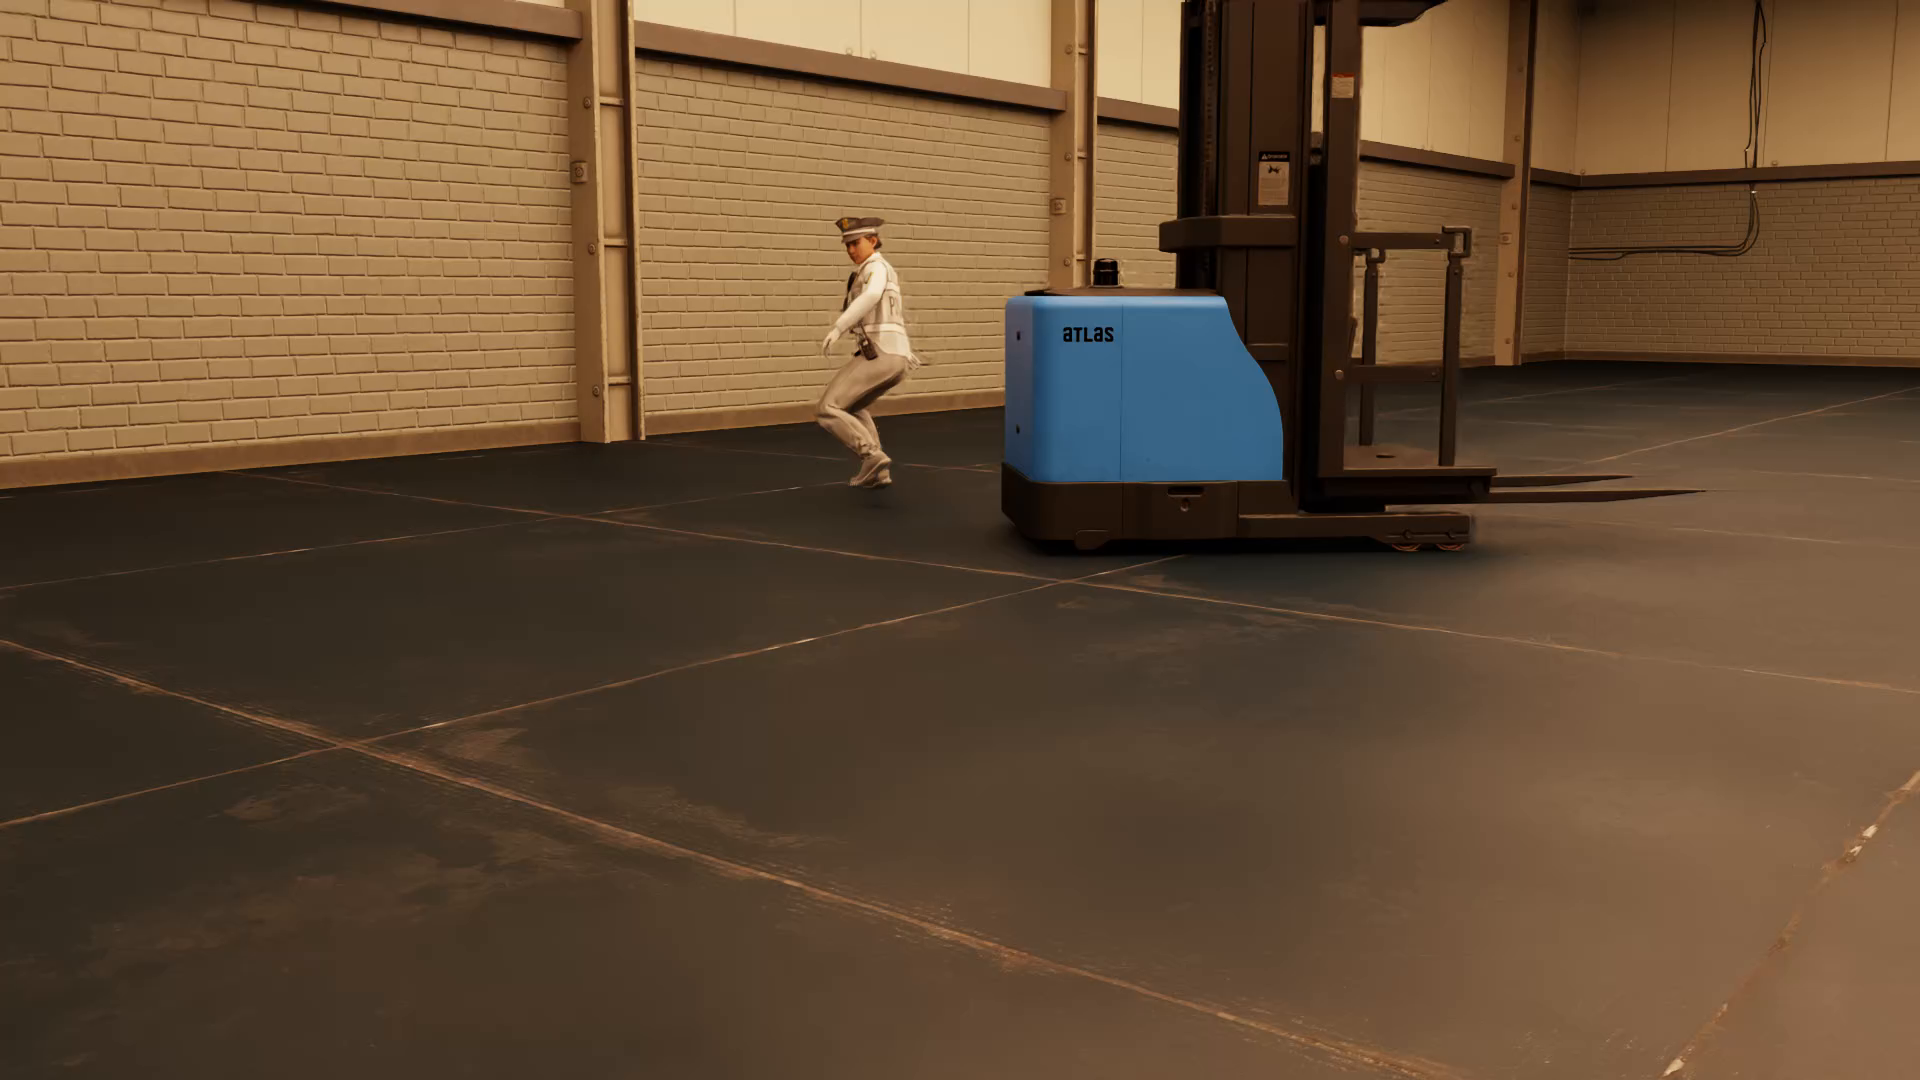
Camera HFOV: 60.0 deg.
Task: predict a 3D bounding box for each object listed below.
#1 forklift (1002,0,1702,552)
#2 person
[{"bbox_3d":[1.748,-1.474,7.355,3.031,2.935,1.130,-1,8,-6],"label":"forklift"},{"bbox_3d":[-0.473,-0.977,9.077,0.472,1.562,1.077,2,9,14],"label":"person"}]
